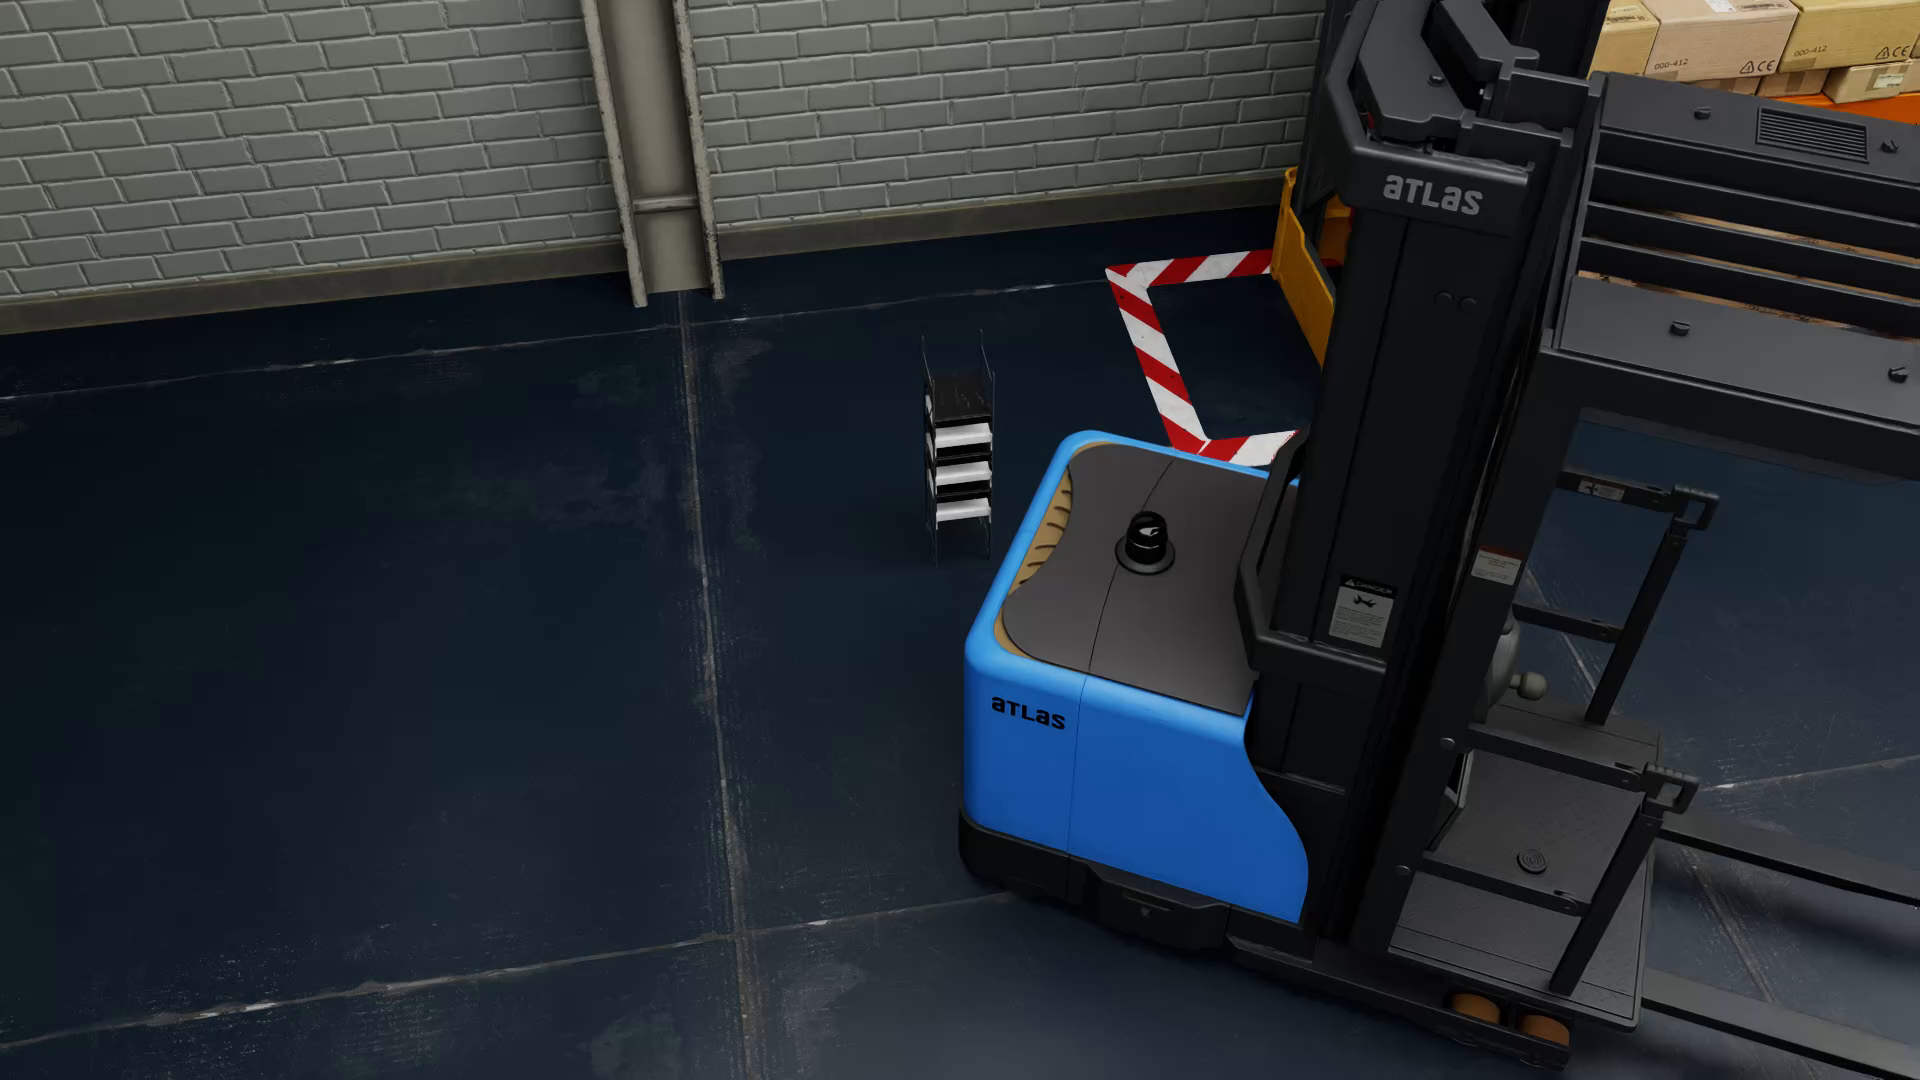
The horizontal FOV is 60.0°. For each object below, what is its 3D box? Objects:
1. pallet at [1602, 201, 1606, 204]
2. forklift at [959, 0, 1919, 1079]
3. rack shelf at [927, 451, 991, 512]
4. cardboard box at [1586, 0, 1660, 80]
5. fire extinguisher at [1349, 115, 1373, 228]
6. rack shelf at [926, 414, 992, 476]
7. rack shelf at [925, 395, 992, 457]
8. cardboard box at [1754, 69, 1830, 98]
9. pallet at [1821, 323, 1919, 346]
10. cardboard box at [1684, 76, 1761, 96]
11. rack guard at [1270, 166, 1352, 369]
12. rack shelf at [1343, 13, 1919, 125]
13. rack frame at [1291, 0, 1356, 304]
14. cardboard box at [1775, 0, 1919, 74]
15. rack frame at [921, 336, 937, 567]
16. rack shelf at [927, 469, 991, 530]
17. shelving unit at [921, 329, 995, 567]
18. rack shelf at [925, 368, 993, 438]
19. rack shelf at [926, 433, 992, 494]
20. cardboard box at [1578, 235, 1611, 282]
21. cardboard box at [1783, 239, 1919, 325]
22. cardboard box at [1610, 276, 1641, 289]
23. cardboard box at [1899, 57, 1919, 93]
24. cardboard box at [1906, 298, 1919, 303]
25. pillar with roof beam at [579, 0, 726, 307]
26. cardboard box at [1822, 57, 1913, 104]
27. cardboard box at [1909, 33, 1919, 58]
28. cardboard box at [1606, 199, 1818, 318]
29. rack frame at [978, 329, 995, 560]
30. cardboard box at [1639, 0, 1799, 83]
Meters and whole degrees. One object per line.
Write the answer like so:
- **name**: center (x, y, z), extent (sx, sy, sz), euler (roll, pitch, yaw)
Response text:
- **pallet**: center (2.424, -1.016, 7.082), extent (1.213, 0.211, 1.003), euler (-7, 46, -7)
- **forklift**: center (1.569, 0.065, 4.152), extent (3.031, 2.935, 1.130), euler (15, 48, 14)
- **rack shelf**: center (-0.008, -0.226, 6.014), extent (0.200, 0.077, 0.258), euler (-7, 46, -7)
- **cardboard box**: center (2.056, -1.791, 5.790), extent (0.500, 0.250, 0.500), euler (-7, 46, -7)
- **fire extinguisher**: center (1.497, -1.373, 5.803), extent (0.183, 0.674, 0.296), euler (-7, 46, -7)
- **rack shelf**: center (-0.008, -0.351, 5.884), extent (0.200, 0.077, 0.258), euler (-7, 46, -7)
- **rack shelf**: center (-0.008, -0.413, 5.819), extent (0.200, 0.077, 0.258), euler (-7, 46, -7)
- **cardboard box**: center (2.950, -1.779, 6.056), extent (0.250, 0.149, 0.380), euler (-6, 46, -6)
- **pallet**: center (3.623, -1.163, 7.224), extent (1.213, 0.211, 1.003), euler (-7, 46, -7)
- **cardboard box**: center (2.689, -1.743, 6.020), extent (0.250, 0.149, 0.380), euler (-6, 46, -6)
- **rack guard**: center (1.638, -1.018, 6.883), extent (0.348, 0.500, 1.175), euler (-7, 46, -7)
- **rack shelf**: center (3.534, -1.871, 6.470), extent (4.000, 0.370, 1.077), euler (-7, 46, -7)
- **rack frame**: center (1.563, -1.876, 5.974), extent (0.127, 3.000, 1.000), euler (-7, 46, -7)
- **cardboard box**: center (3.052, -1.918, 5.912), extent (0.500, 0.250, 0.500), euler (-8, 47, -8)
- **rack frame**: center (-0.108, -0.299, 5.913), extent (0.006, 0.900, 0.240), euler (-7, 46, -7)
- **rack shelf**: center (-0.008, -0.163, 6.079), extent (0.200, 0.077, 0.258), euler (-7, 46, -7)
- **shelving unit**: center (-0.008, -0.311, 5.925), extent (0.210, 0.900, 0.258), euler (-7, 46, -7)
- **rack shelf**: center (-0.008, -0.475, 5.755), extent (0.200, 0.077, 0.258), euler (-7, 46, -7)
- **rack shelf**: center (-0.008, -0.288, 5.949), extent (0.200, 0.077, 0.258), euler (-7, 46, -7)
- **cardboard box**: center (2.182, -1.163, 6.729), extent (0.637, 0.503, 0.797), euler (-9, 47, -8)
- **cardboard box**: center (3.569, -1.233, 6.799), extent (0.500, 0.500, 0.500), euler (-6, 46, -6)
- **cardboard box**: center (2.607, -1.065, 6.881), extent (0.250, 0.149, 0.380), euler (-9, 47, -8)
- **cardboard box**: center (3.468, -1.804, 6.079), extent (0.250, 0.149, 0.380), euler (-6, 46, -6)
- **cardboard box**: center (4.054, -1.367, 6.928), extent (0.500, 0.500, 0.700), euler (-9, 47, -8)
- **pillar with roof beam**: center (-0.513, -1.211, 1.168), extent (0.400, 9.000, 9.100), euler (-7, 46, -7)
- **cardboard box**: center (3.212, -1.757, 6.034), extent (0.250, 0.149, 0.380), euler (-8, 47, -8)
- **cardboard box**: center (3.552, -1.996, 5.988), extent (0.500, 0.250, 0.500), euler (-8, 47, -8)
- **cardboard box**: center (3.031, -1.239, 6.805), extent (0.500, 0.500, 0.700), euler (-5, 46, -5)
- **rack frame**: center (0.092, -0.324, 5.937), extent (0.006, 0.900, 0.240), euler (-7, 46, -7)
- **cardboard box**: center (2.553, -1.853, 5.850), extent (0.500, 0.250, 0.500), euler (-7, 46, -6)
